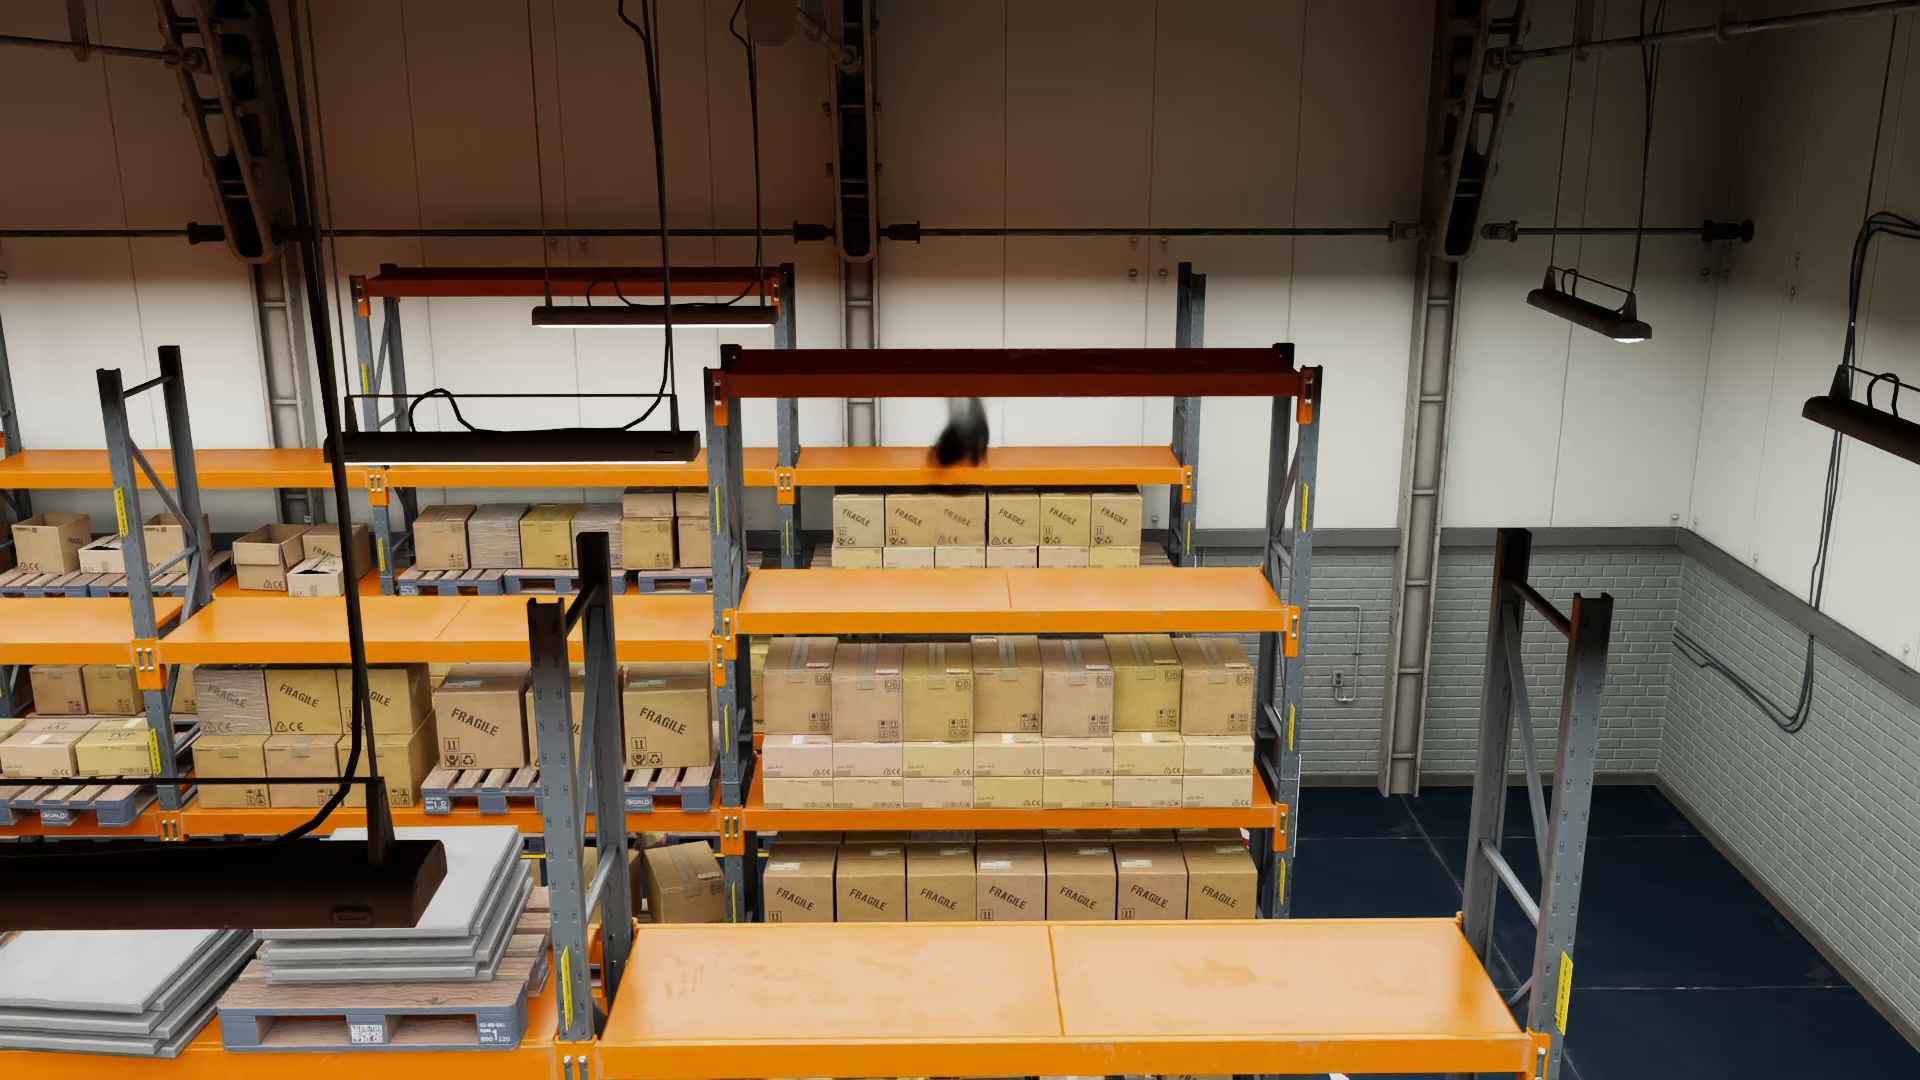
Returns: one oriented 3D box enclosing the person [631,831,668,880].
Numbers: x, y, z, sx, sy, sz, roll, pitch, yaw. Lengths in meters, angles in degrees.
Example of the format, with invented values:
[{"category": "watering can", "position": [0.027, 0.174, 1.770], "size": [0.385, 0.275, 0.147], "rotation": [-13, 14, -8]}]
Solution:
[{"category": "person", "position": [-3.065, 2.892, 16.037], "size": [0.920, 1.431, 0.600], "rotation": [3, 16, 9]}]
